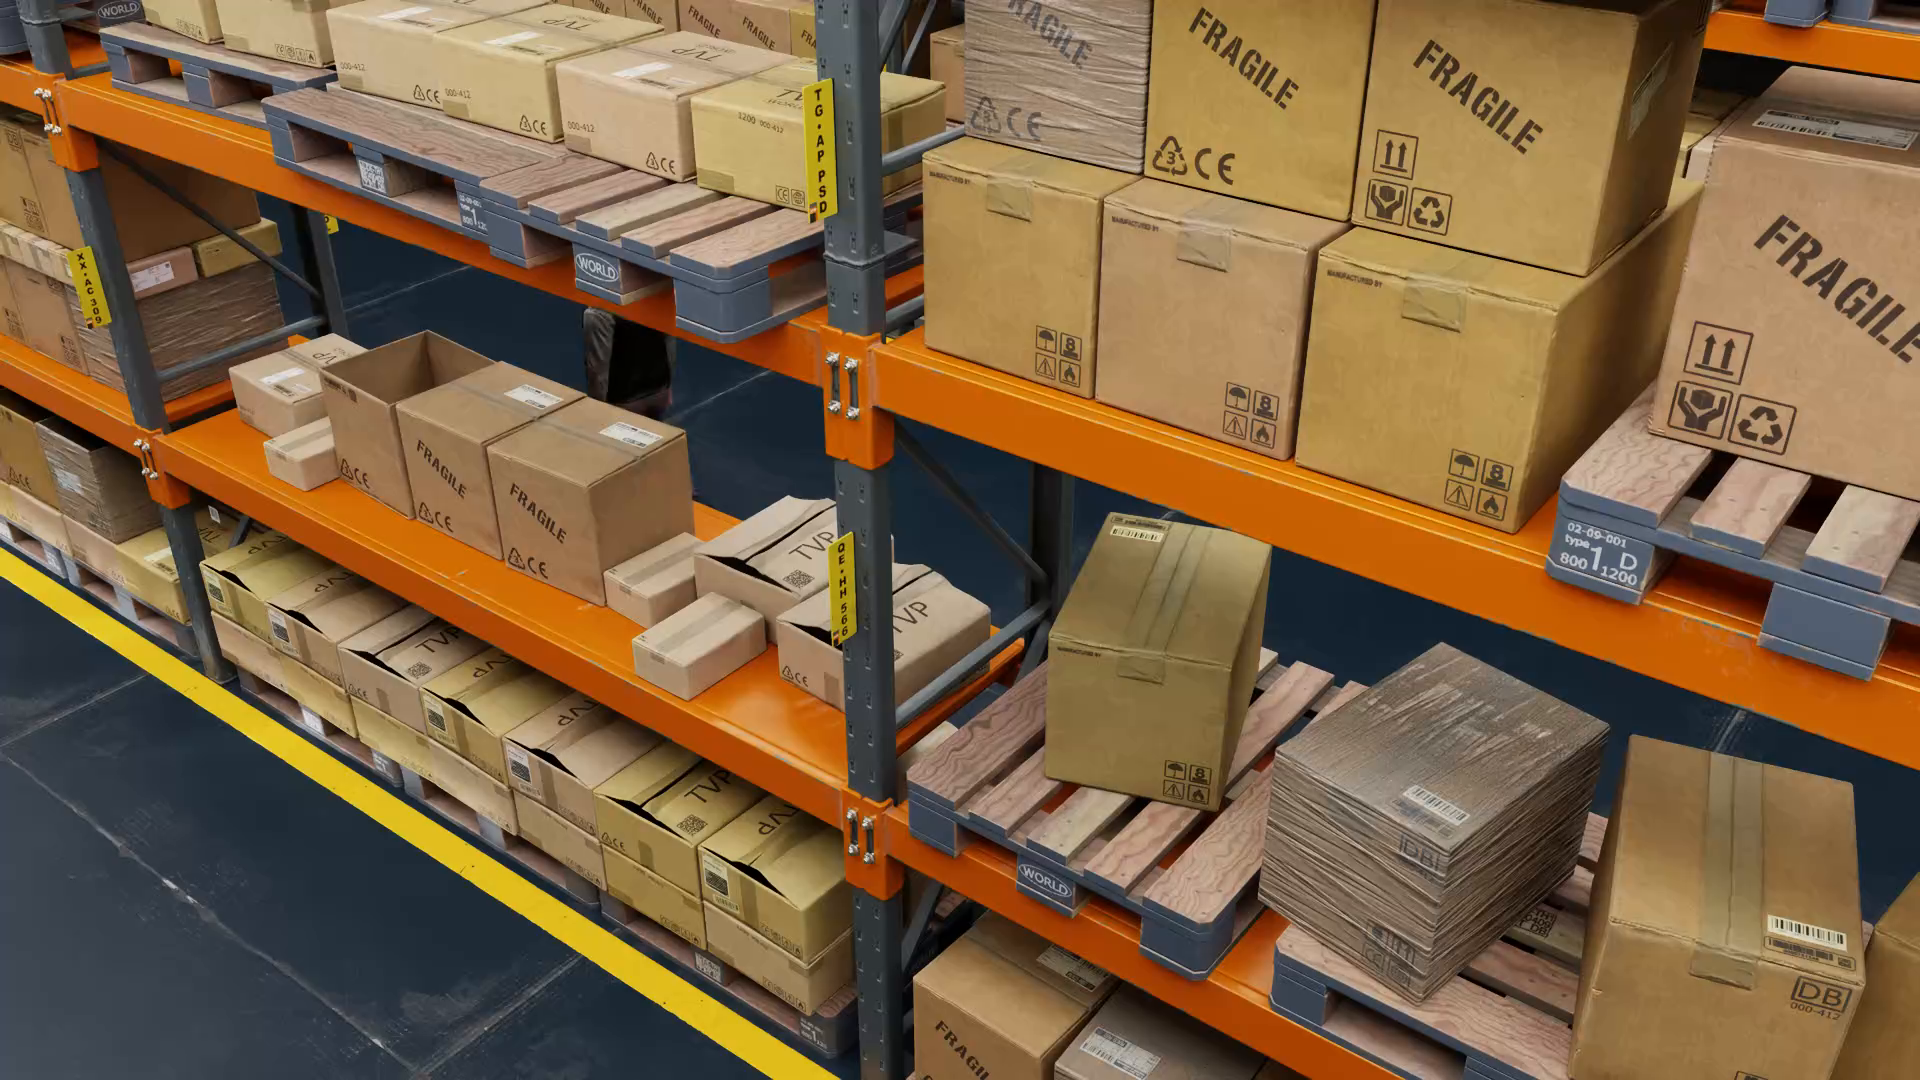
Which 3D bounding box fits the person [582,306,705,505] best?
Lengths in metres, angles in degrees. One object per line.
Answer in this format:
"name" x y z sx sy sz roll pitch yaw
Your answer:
"person" -1.628 -0.729 8.348 0.556 1.710 0.536 22 37 33
